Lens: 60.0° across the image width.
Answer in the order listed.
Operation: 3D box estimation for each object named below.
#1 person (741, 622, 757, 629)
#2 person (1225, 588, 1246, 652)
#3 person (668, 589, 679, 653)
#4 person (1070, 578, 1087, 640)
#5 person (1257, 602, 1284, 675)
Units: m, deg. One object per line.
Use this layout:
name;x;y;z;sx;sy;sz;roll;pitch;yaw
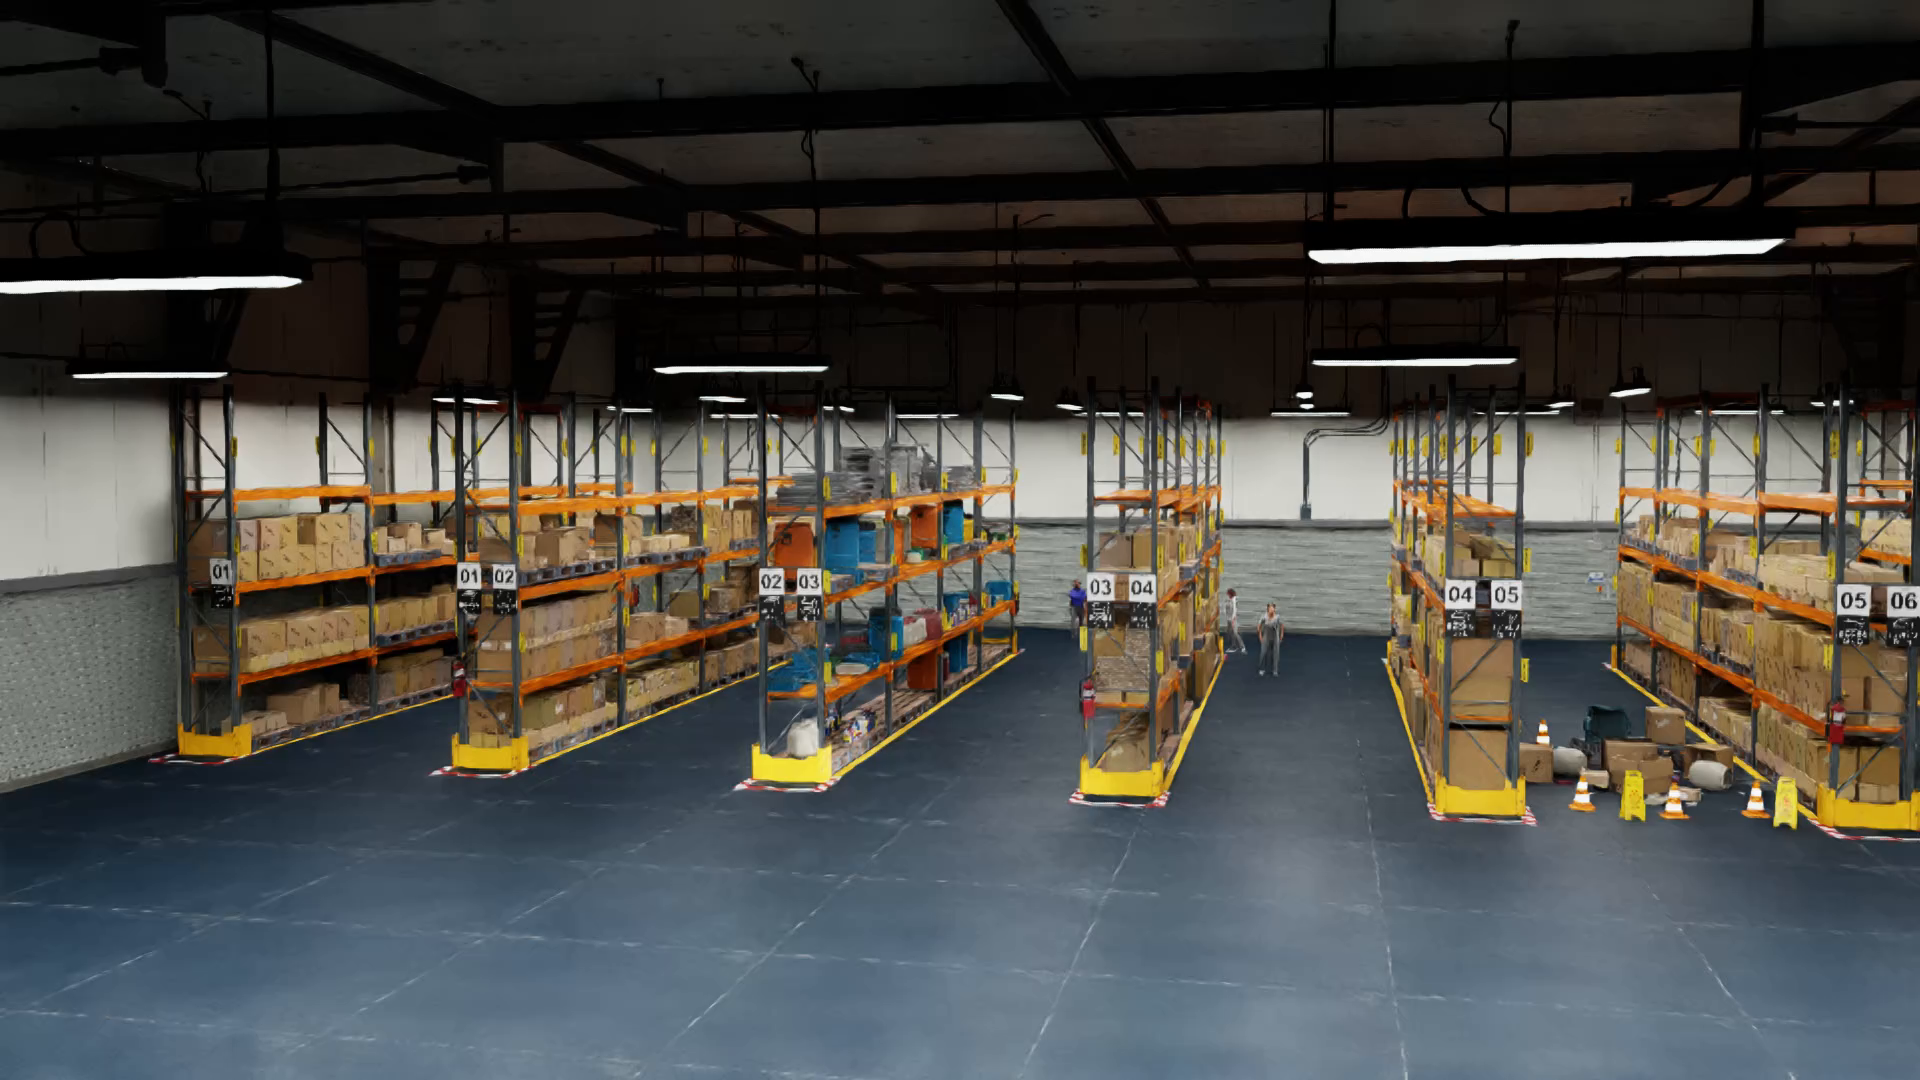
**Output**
person;-5.724;1.563;45.701;0.584;1.775;0.576;-1;3;-23
person;6.694;1.952;40.434;0.465;1.589;0.611;-1;3;-9
person;-6.748;1.968;40.038;0.625;1.607;0.582;1;3;10
person;3.068;1.786;43.104;0.463;1.596;0.998;1;3;11
person;6.809;2.162;36.434;0.580;1.618;0.507;1;3;10
